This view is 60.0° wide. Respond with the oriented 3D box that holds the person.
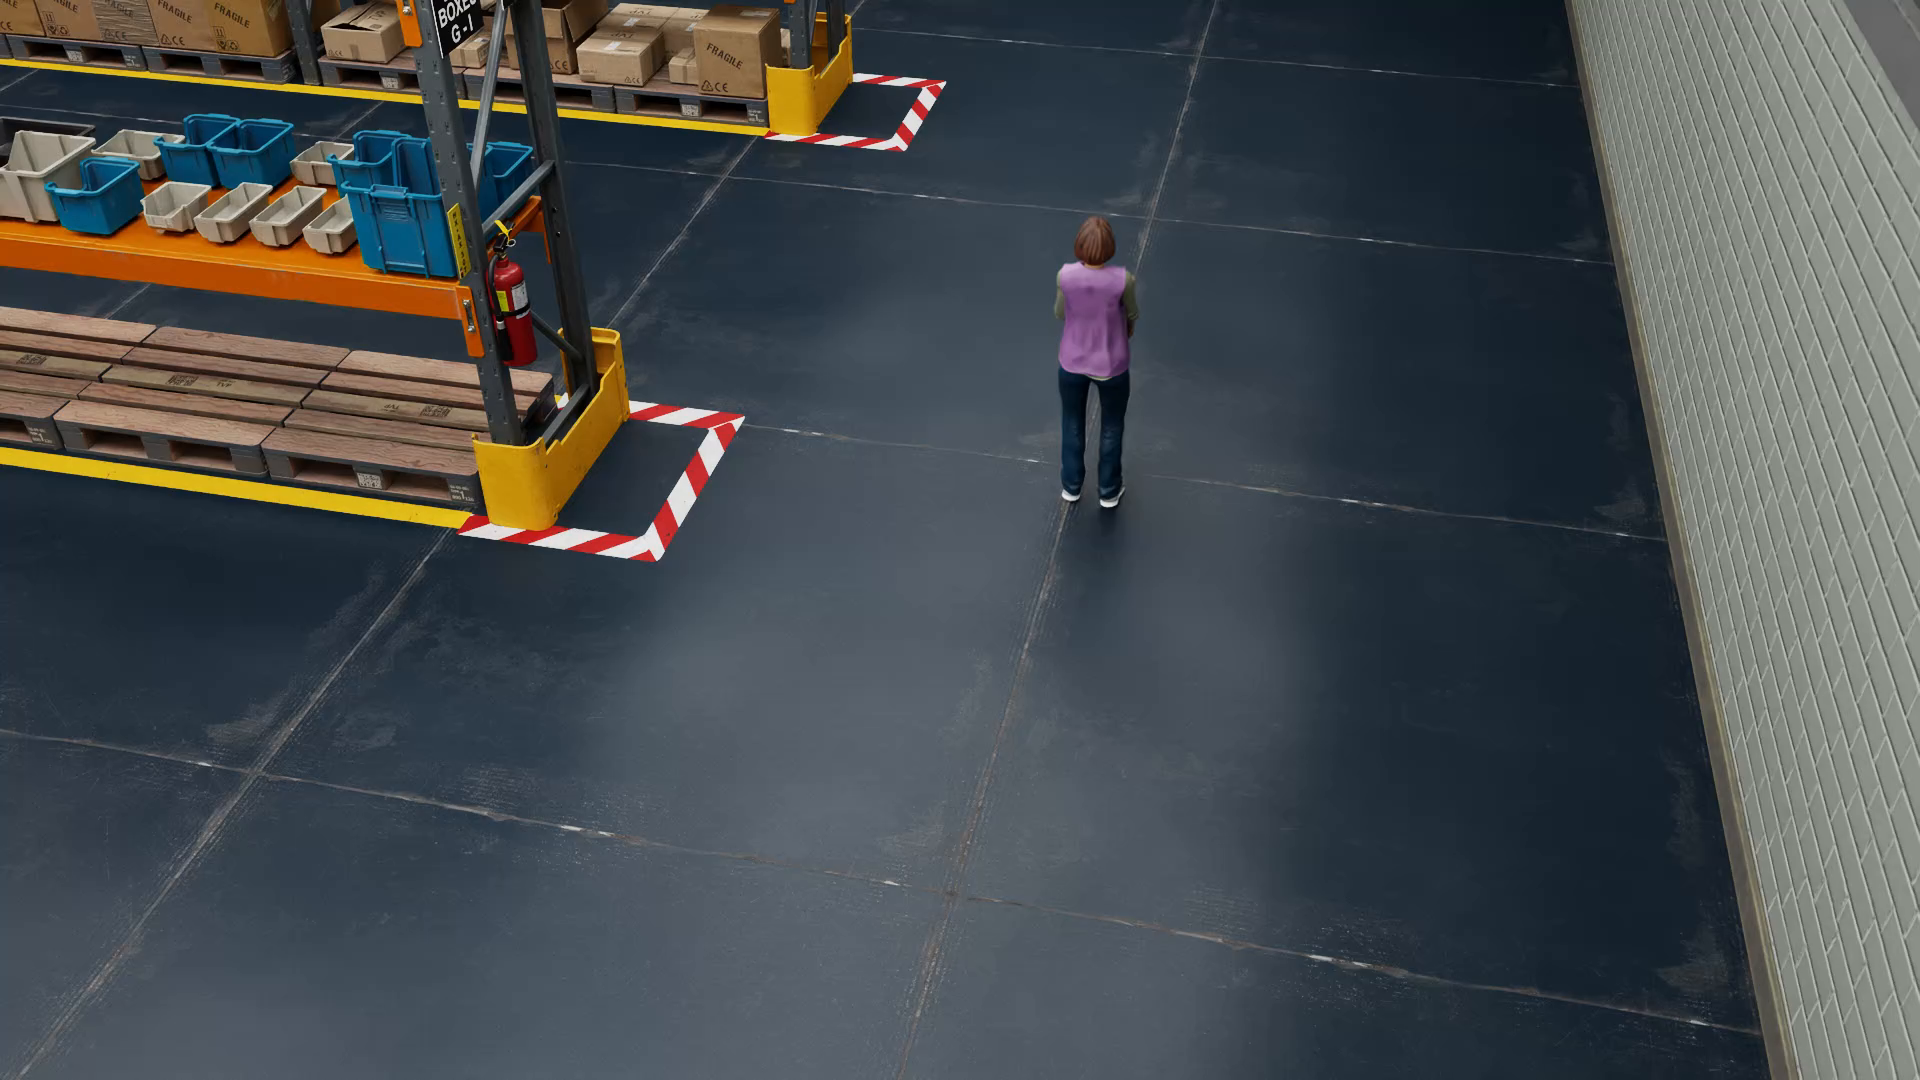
[{"bbox_3d":[0.660,-0.907,8.168,0.410,1.596,0.482,7,38,10],"label":"person"}]
